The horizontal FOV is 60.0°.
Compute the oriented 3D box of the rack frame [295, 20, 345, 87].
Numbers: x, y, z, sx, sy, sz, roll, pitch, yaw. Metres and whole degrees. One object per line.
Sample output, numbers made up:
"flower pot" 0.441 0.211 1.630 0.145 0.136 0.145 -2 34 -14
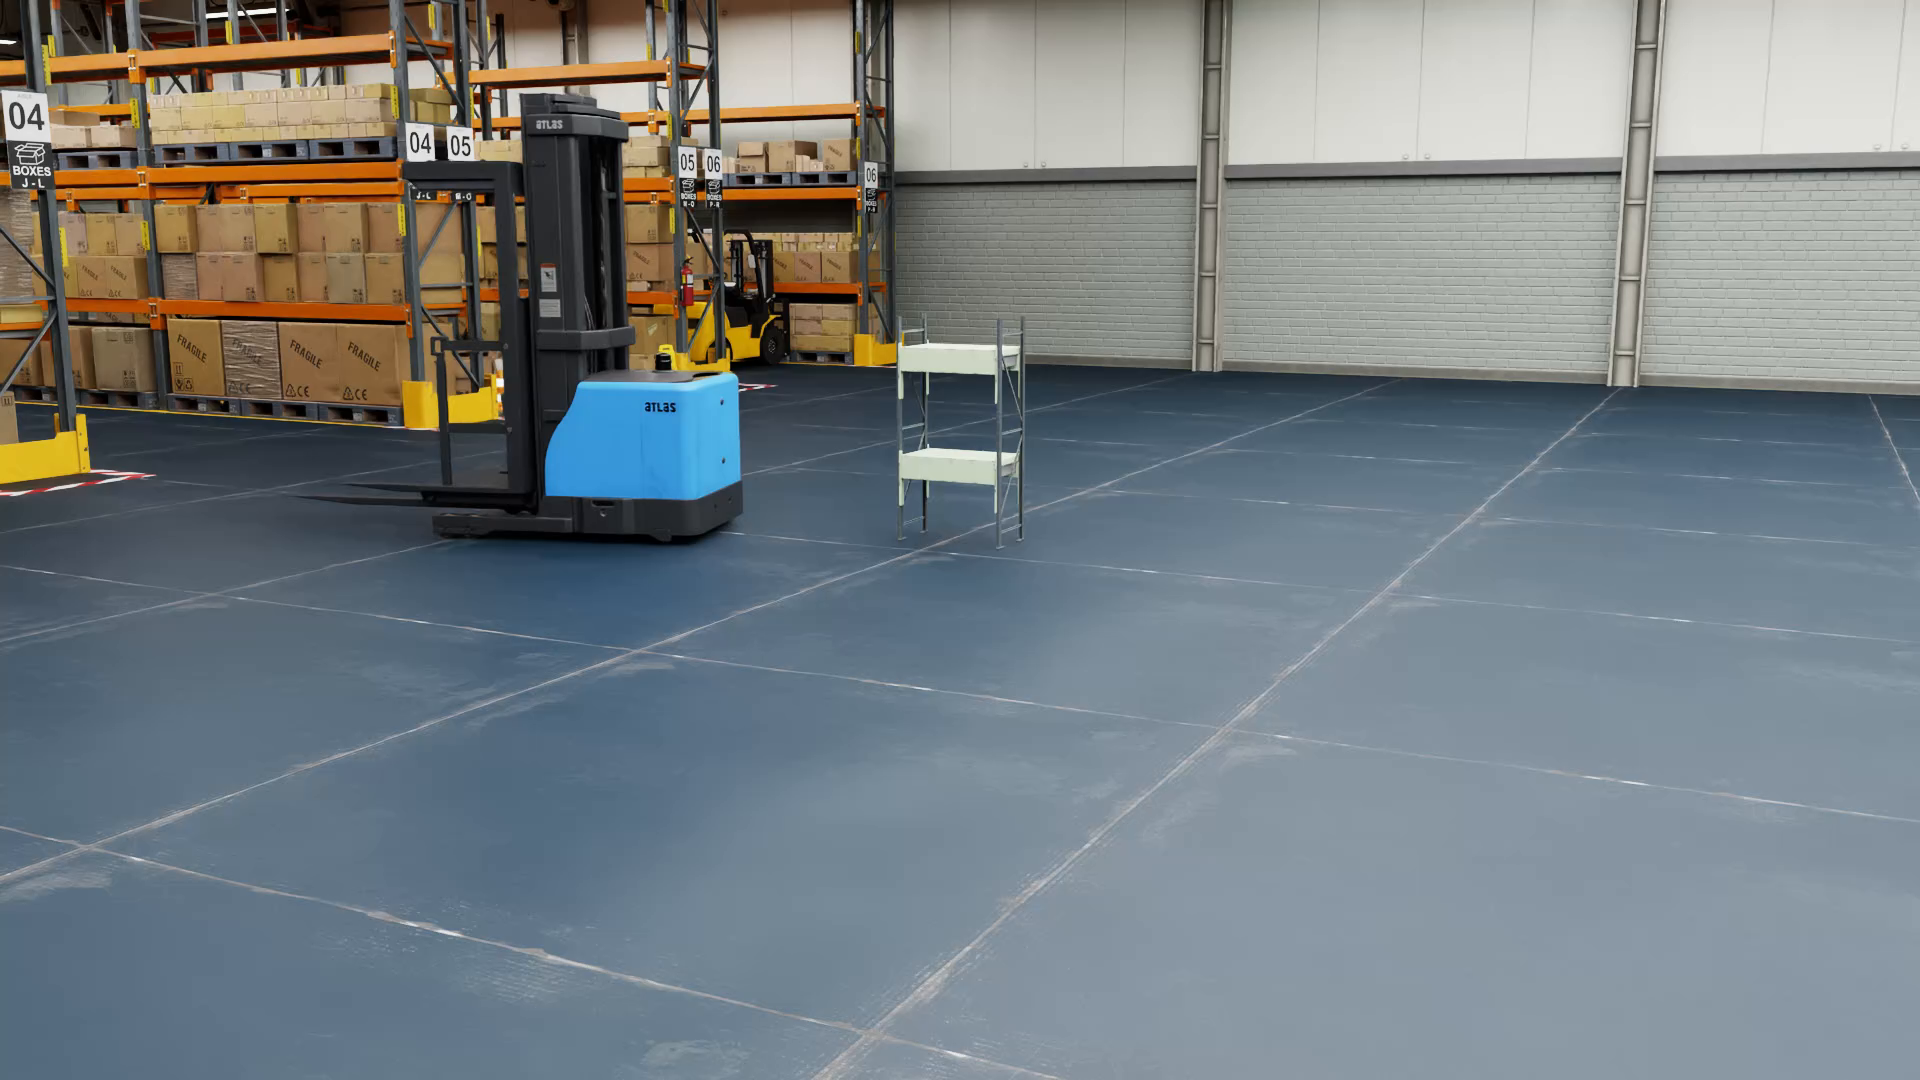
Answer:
"rack frame" -12.100 -8.262 31.614 0.127 3.000 1.000 5 11 26

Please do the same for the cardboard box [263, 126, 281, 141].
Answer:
"cardboard box" -7.446 -4.474 18.349 0.250 0.149 0.380 5 11 27

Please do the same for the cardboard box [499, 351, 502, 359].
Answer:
"cardboard box" -6.225 -2.610 23.773 0.500 0.250 0.500 6 12 29

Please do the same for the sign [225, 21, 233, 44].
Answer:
"sign" -10.948 -7.603 24.902 0.005 0.325 0.100 5 11 26

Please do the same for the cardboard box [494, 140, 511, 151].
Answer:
"cardboard box" -6.278 -5.492 23.194 0.250 0.149 0.380 5 11 25

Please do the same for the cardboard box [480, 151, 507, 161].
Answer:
"cardboard box" -6.378 -5.318 23.353 0.500 0.250 0.500 5 11 25

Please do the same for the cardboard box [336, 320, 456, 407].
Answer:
"cardboard box" -6.268 -1.977 18.518 0.875 0.875 0.875 5 11 26

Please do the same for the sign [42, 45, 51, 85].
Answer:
"sign" -7.676 -3.982 13.930 0.005 0.325 0.100 5 11 26

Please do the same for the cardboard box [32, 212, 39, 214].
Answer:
"cardboard box" -15.352 -5.427 27.886 0.250 0.149 0.380 5 11 25

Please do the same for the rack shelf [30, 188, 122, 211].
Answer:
"rack shelf" -16.086 -5.797 28.434 4.000 0.370 1.077 5 11 26

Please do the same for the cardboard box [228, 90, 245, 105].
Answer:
"cardboard box" -7.900 -4.906 18.497 0.250 0.149 0.380 5 11 26

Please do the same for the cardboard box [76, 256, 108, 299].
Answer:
"cardboard box" -10.257 -3.176 20.073 0.500 0.500 0.500 5 11 25

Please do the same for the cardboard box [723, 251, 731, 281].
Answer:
"cardboard box" -3.714 -4.574 27.801 0.500 0.500 0.500 5 11 25

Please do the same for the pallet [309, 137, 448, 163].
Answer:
"pallet" -6.301 -4.262 18.184 1.213 0.211 1.003 5 11 26

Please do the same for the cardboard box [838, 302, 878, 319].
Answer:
"cardboard box" -1.686 -3.778 27.418 0.500 0.250 0.500 5 11 25

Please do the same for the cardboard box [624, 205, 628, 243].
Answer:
"cardboard box" -4.536 -4.306 22.674 0.500 0.500 0.700 5 11 26

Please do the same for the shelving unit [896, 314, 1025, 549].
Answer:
"shelving unit" 0.006 -0.737 11.094 0.755 1.500 0.431 5 11 26

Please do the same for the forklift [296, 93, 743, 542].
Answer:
"forklift" -3.118 -1.538 11.498 3.031 2.935 1.130 2 10 11

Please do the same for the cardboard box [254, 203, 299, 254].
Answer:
"cardboard box" -7.455 -3.529 18.853 0.500 0.550 0.875 5 11 26

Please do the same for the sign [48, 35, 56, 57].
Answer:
"sign" -14.560 -7.920 26.656 0.005 0.325 0.100 5 11 26

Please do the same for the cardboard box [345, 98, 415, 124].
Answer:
"cardboard box" -6.193 -4.571 17.769 0.500 0.250 0.500 5 11 27

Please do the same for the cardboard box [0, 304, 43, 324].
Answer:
"cardboard box" -8.066 -1.926 14.153 0.250 0.149 0.380 5 11 26

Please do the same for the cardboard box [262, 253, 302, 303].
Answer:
"cardboard box" -7.427 -3.008 19.007 0.500 0.550 0.875 5 11 26

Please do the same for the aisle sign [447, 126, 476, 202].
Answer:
"aisle sign" -5.435 -4.095 18.132 0.004 0.787 0.394 5 11 26

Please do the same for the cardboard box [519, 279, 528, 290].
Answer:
"cardboard box" -6.017 -3.618 23.505 0.250 0.149 0.380 5 11 26

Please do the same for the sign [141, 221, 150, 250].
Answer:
"sign" -9.449 -3.532 19.292 0.005 0.325 0.100 5 11 26

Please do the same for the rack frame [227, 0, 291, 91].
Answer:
"rack frame" -10.705 -7.154 25.490 0.127 3.000 1.000 5 11 26

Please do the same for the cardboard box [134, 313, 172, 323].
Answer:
"cardboard box" -12.888 -3.572 27.332 0.875 0.875 0.875 5 12 27

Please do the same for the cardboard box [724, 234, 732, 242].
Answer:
"cardboard box" -3.834 -5.044 27.742 0.250 0.149 0.380 5 11 25

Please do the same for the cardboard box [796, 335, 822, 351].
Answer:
"cardboard box" -2.341 -3.245 27.281 0.500 0.250 0.500 5 11 26

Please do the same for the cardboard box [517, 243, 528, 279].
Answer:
"cardboard box" -5.942 -3.926 23.382 0.500 0.500 0.500 5 11 25

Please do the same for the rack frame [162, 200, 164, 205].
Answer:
"rack frame" -15.687 -5.625 33.890 0.127 3.000 1.000 5 11 26

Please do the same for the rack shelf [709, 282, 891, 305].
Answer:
"rack shelf" -3.132 -4.168 27.858 4.000 0.370 1.077 5 11 26

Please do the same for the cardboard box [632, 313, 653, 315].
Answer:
"cardboard box" -4.625 -2.944 23.511 0.500 0.500 0.500 5 11 24

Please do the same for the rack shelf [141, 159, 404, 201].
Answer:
"rack shelf" -7.424 -4.053 18.797 4.000 0.370 1.077 5 11 26

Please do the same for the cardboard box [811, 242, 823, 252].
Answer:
"cardboard box" -2.221 -4.761 27.012 0.250 0.149 0.380 5 12 27

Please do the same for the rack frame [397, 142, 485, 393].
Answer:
"rack frame" -5.631 -2.773 18.129 0.127 3.000 1.000 5 11 26

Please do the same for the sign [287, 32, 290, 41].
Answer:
"sign" -10.474 -7.740 25.883 0.005 0.325 0.100 5 11 26

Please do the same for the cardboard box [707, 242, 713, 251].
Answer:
"cardboard box" -4.089 -4.914 27.854 0.250 0.149 0.380 5 12 27

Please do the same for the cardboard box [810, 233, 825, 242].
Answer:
"cardboard box" -2.234 -4.905 26.970 0.250 0.149 0.380 5 12 27

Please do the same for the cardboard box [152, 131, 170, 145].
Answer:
"cardboard box" -9.042 -4.613 19.121 0.250 0.149 0.380 5 11 25

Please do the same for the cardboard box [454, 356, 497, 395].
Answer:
"cardboard box" -6.227 -2.077 21.294 0.637 0.503 0.797 -2 11 -14

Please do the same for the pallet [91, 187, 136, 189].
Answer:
"pallet" -13.449 -5.835 27.160 1.217 0.209 0.805 5 11 24

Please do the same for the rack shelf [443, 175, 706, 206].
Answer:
"rack shelf" -5.325 -4.851 23.209 4.000 0.370 1.077 5 11 26

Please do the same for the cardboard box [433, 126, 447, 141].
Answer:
"cardboard box" -5.796 -4.459 18.271 0.250 0.149 0.380 5 11 26

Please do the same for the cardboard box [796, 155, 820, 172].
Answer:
"cardboard box" -2.443 -6.067 26.825 0.258 0.266 0.396 5 11 26

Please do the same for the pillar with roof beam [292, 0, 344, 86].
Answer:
"pillar with roof beam" -14.230 -7.773 28.913 0.548 9.000 9.100 5 11 26

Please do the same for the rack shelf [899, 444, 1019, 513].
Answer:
"rack shelf" 0.006 -0.417 11.152 0.720 0.370 0.431 5 11 26

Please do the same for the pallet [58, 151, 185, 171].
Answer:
"pallet" -10.062 -4.534 19.976 1.217 0.209 0.805 5 11 24

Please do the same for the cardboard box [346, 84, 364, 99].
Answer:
"cardboard box" -6.306 -4.766 17.724 0.250 0.149 0.380 5 11 26
